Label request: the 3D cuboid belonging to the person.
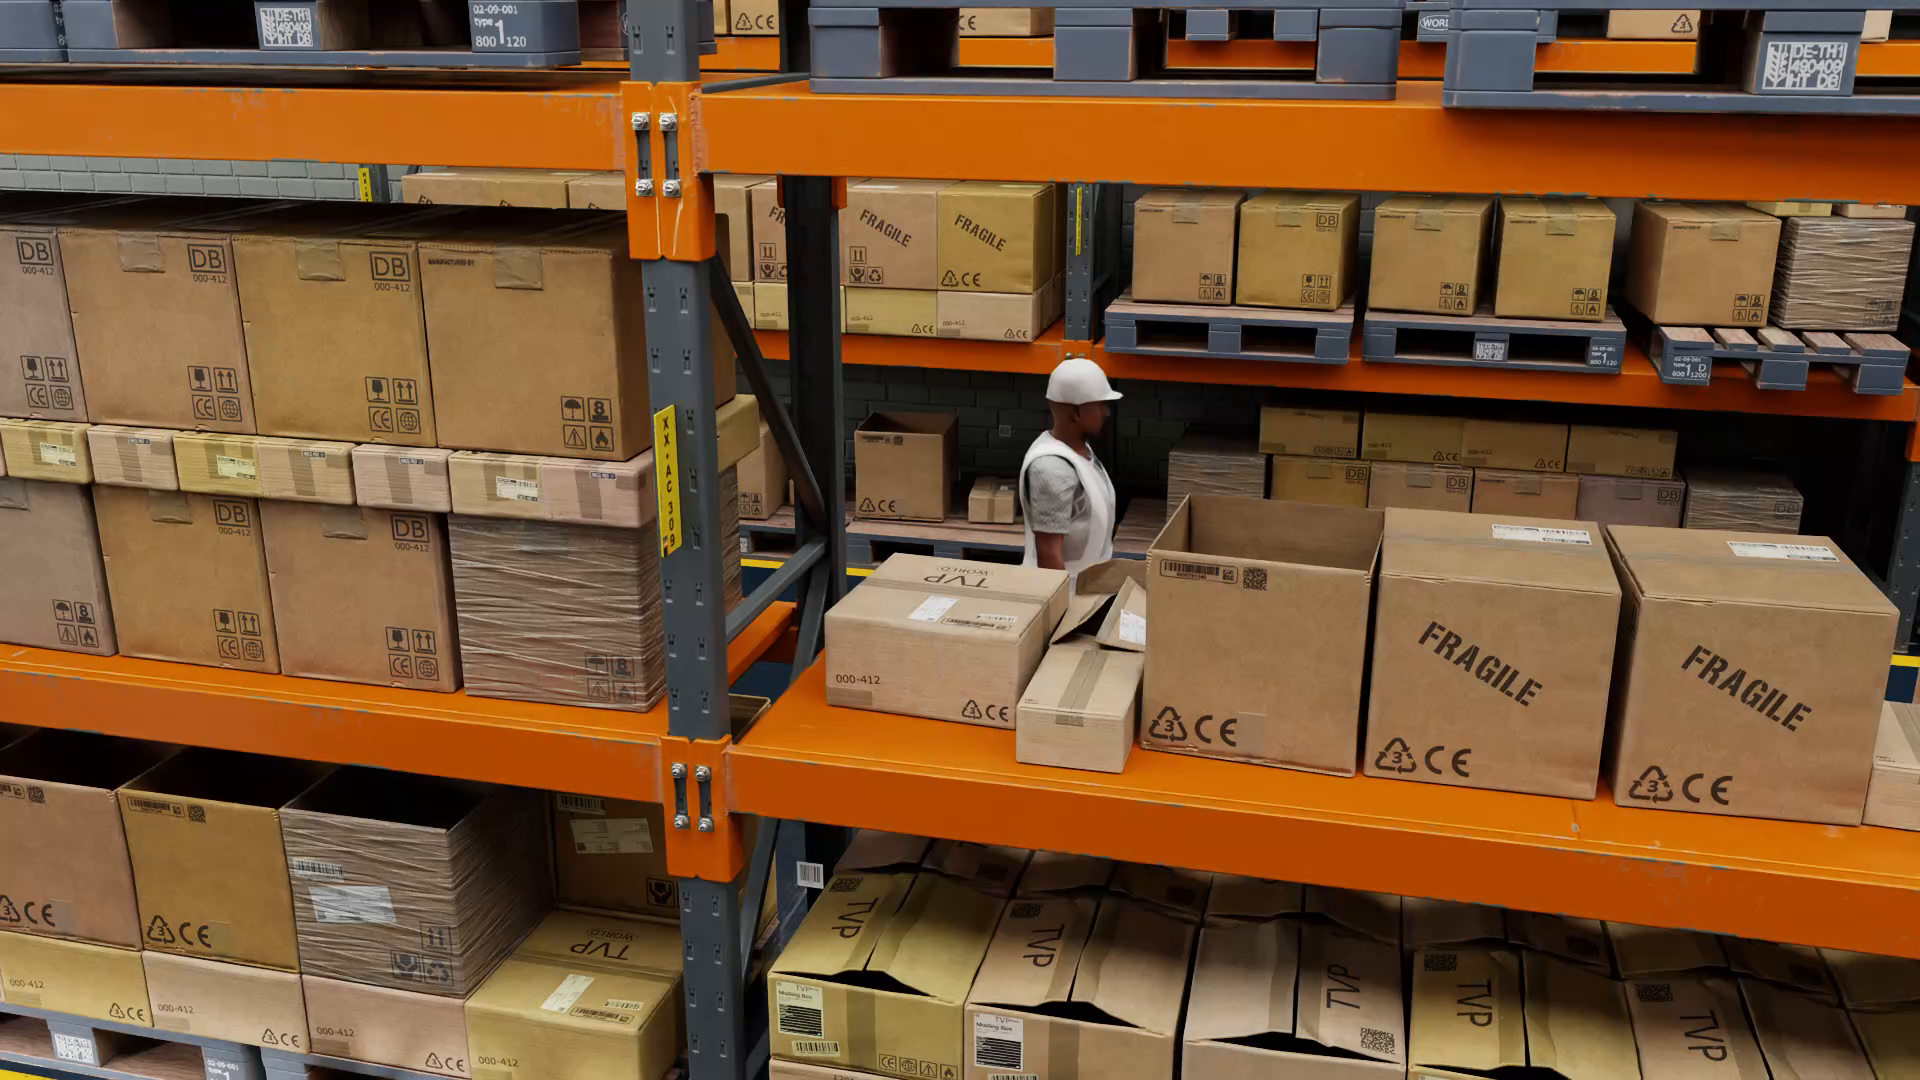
[{"bbox_3d":[0.355,0.234,6.056,0.749,1.781,0.686,4,19,13],"label":"person"}]
